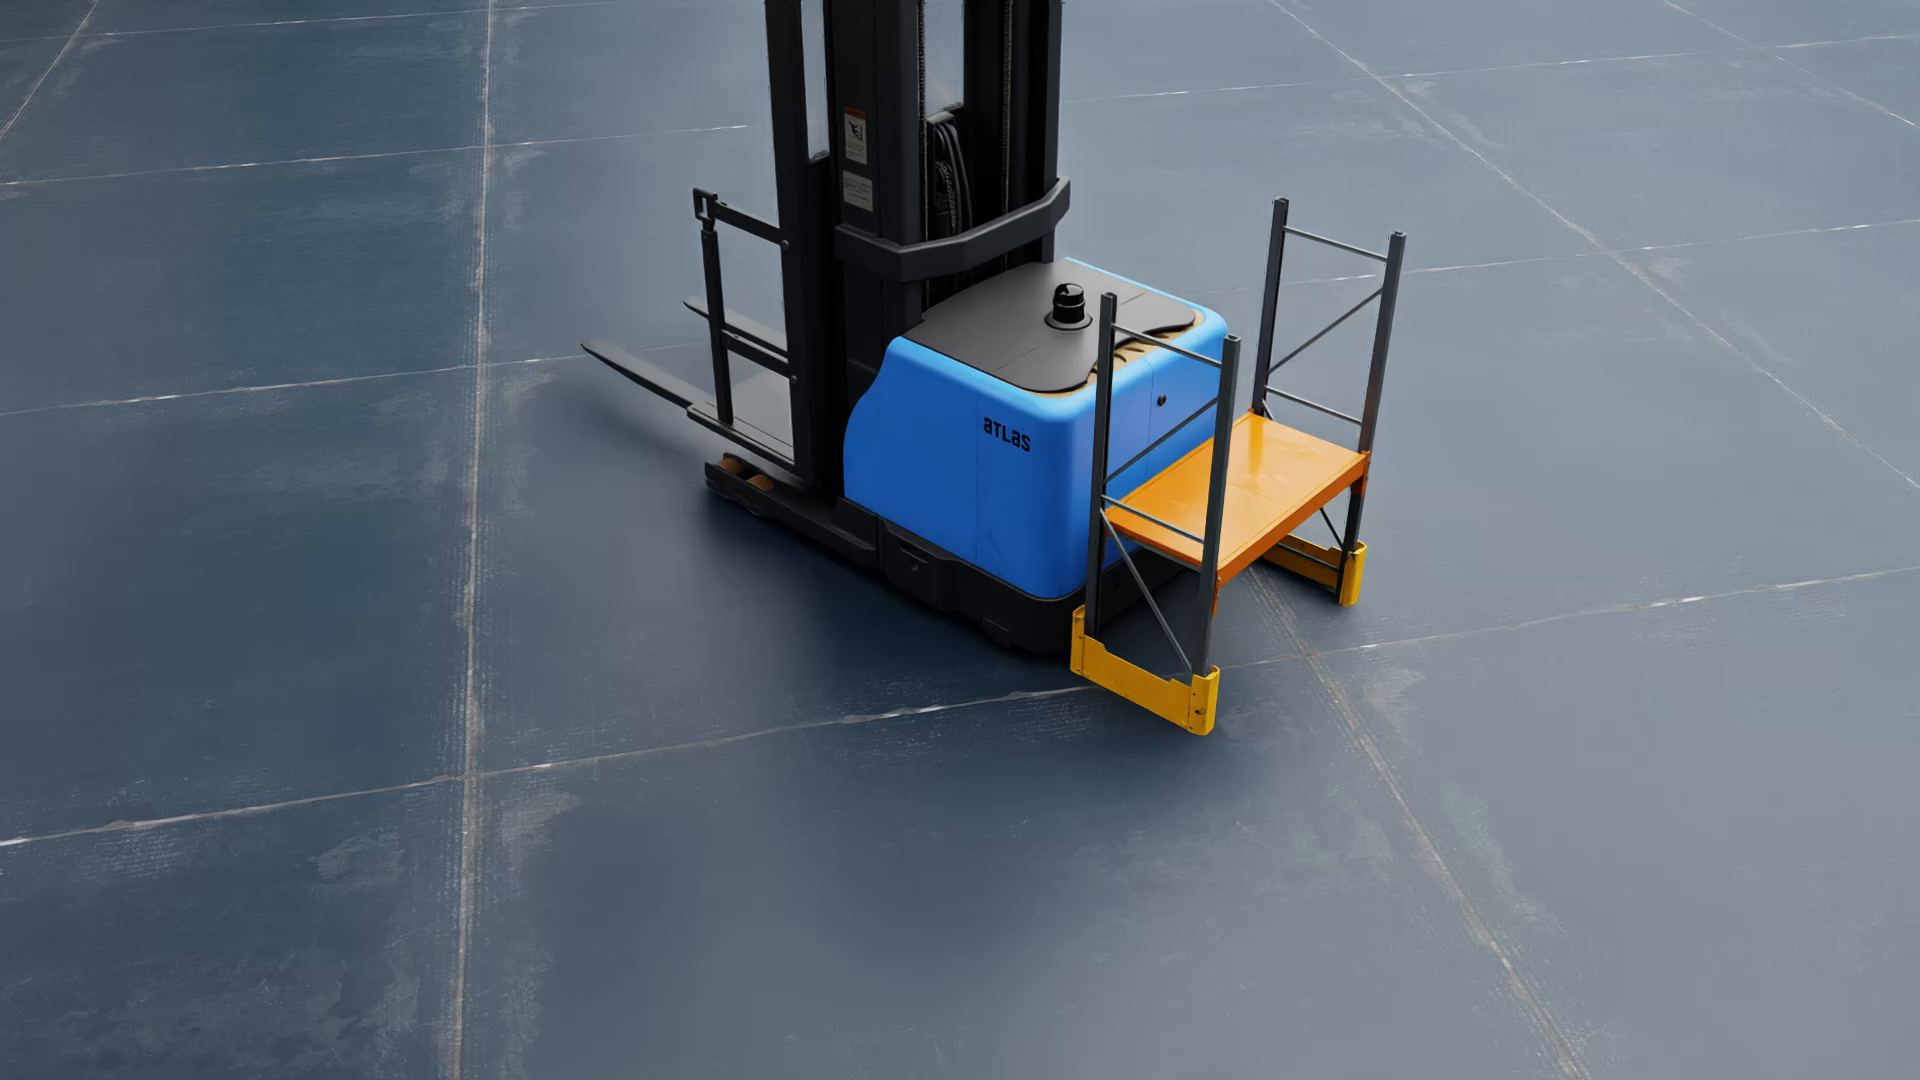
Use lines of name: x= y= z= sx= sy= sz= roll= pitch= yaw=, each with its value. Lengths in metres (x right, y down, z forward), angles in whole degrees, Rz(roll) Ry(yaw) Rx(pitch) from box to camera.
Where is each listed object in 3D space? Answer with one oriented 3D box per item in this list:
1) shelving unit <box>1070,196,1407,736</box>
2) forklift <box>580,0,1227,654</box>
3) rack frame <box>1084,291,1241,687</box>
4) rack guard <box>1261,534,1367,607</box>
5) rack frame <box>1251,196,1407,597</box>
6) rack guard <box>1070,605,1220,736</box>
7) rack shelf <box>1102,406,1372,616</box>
shelving unit: x=0.967 y=-0.274 z=5.813 sx=0.587 sy=1.500 sz=1.083 roll=26 pitch=42 yaw=33
forklift: x=-0.430 y=-1.508 z=6.367 sx=3.031 sy=2.935 sz=1.130 roll=27 pitch=43 yaw=35
rack frame: x=0.640 y=-0.064 z=5.499 sx=0.500 sy=1.500 sz=0.032 roll=26 pitch=42 yaw=33
rack guard: x=1.292 y=0.035 z=6.474 sx=0.587 sy=0.250 sz=0.087 roll=26 pitch=42 yaw=33
rack frame: x=1.305 y=-0.492 z=6.138 sx=0.500 sy=1.500 sz=0.032 roll=26 pitch=42 yaw=33
rack guard: x=0.641 y=0.455 z=5.848 sx=0.587 sy=0.250 sz=0.087 roll=26 pitch=42 yaw=33
rack shelf: x=0.973 y=-0.129 z=5.919 sx=0.538 sy=0.185 sz=1.000 roll=26 pitch=42 yaw=33
